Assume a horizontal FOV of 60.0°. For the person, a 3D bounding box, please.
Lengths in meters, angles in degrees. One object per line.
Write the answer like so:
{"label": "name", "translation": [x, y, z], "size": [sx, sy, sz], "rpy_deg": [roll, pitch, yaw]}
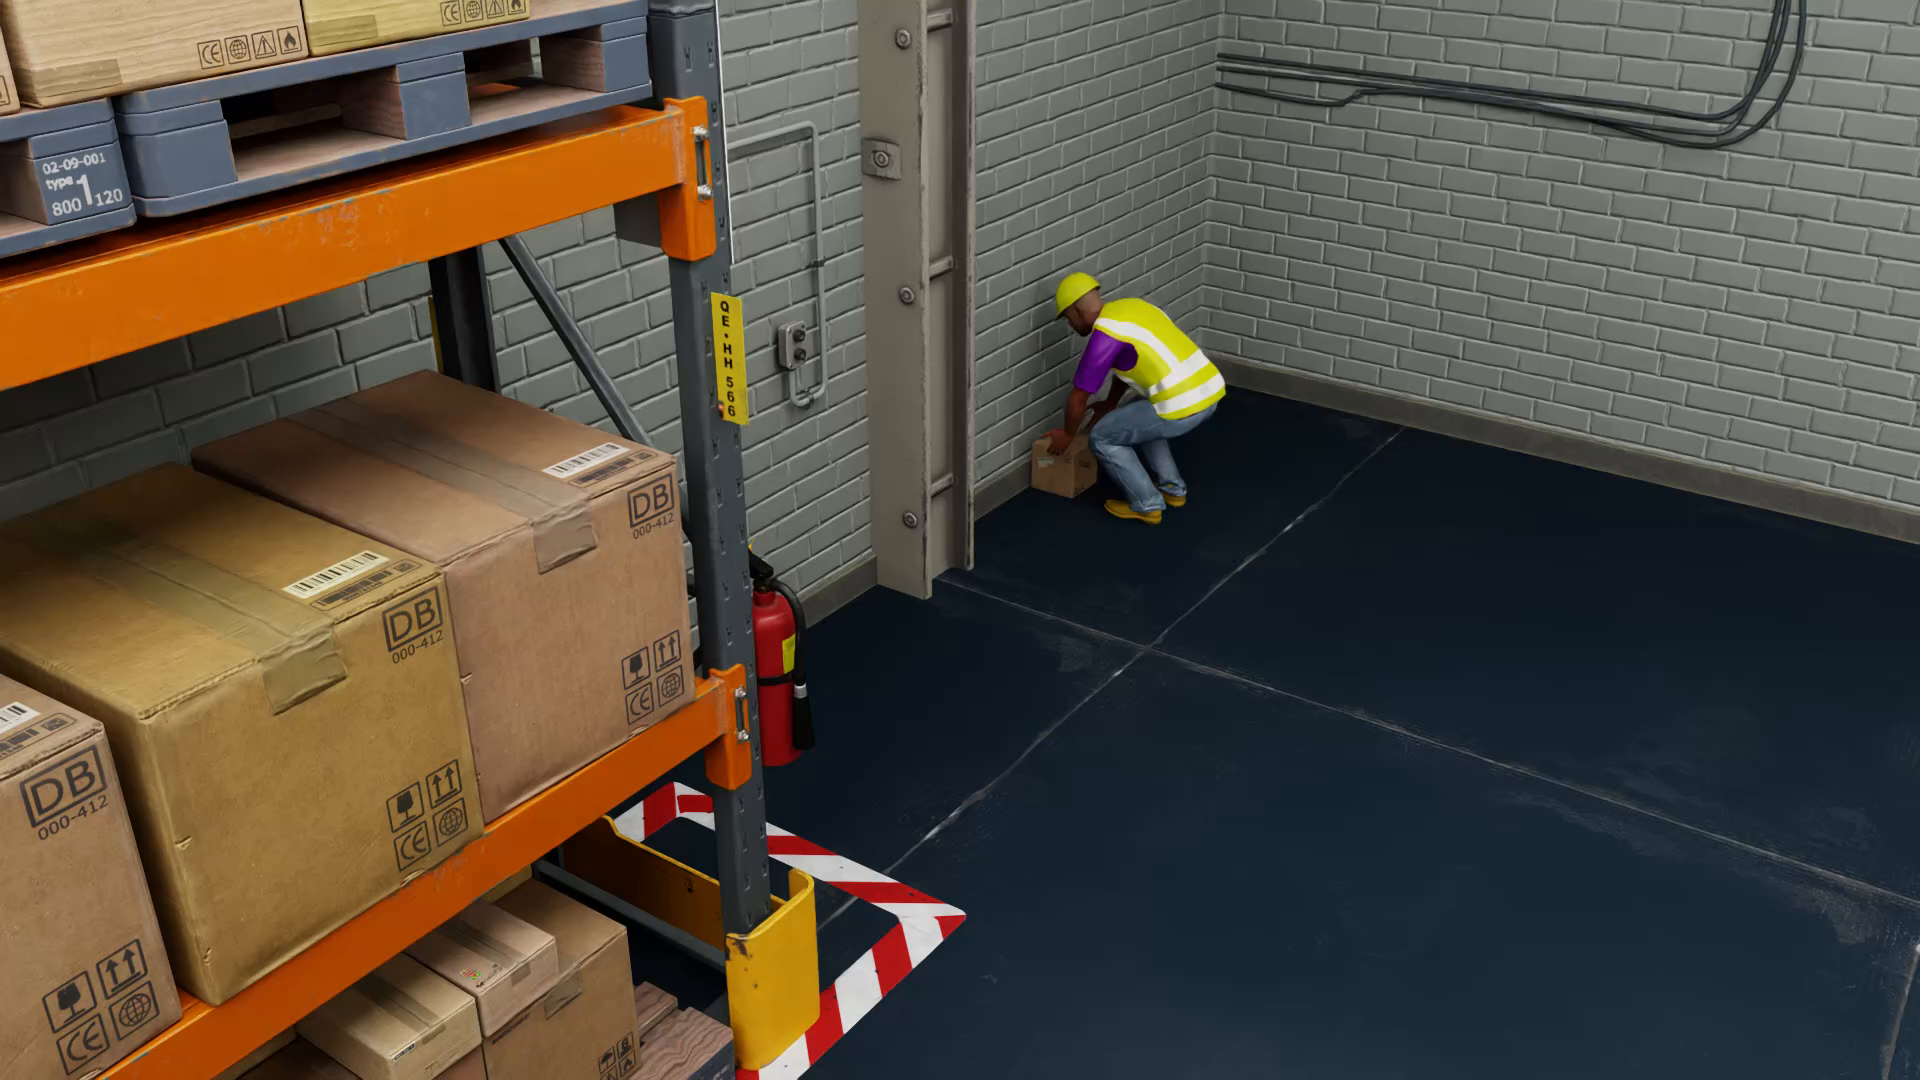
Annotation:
{"label": "person", "translation": [0.837, -0.688, 8.121], "size": [0.856, 1.167, 0.615], "rpy_deg": [17, 31, 30]}
